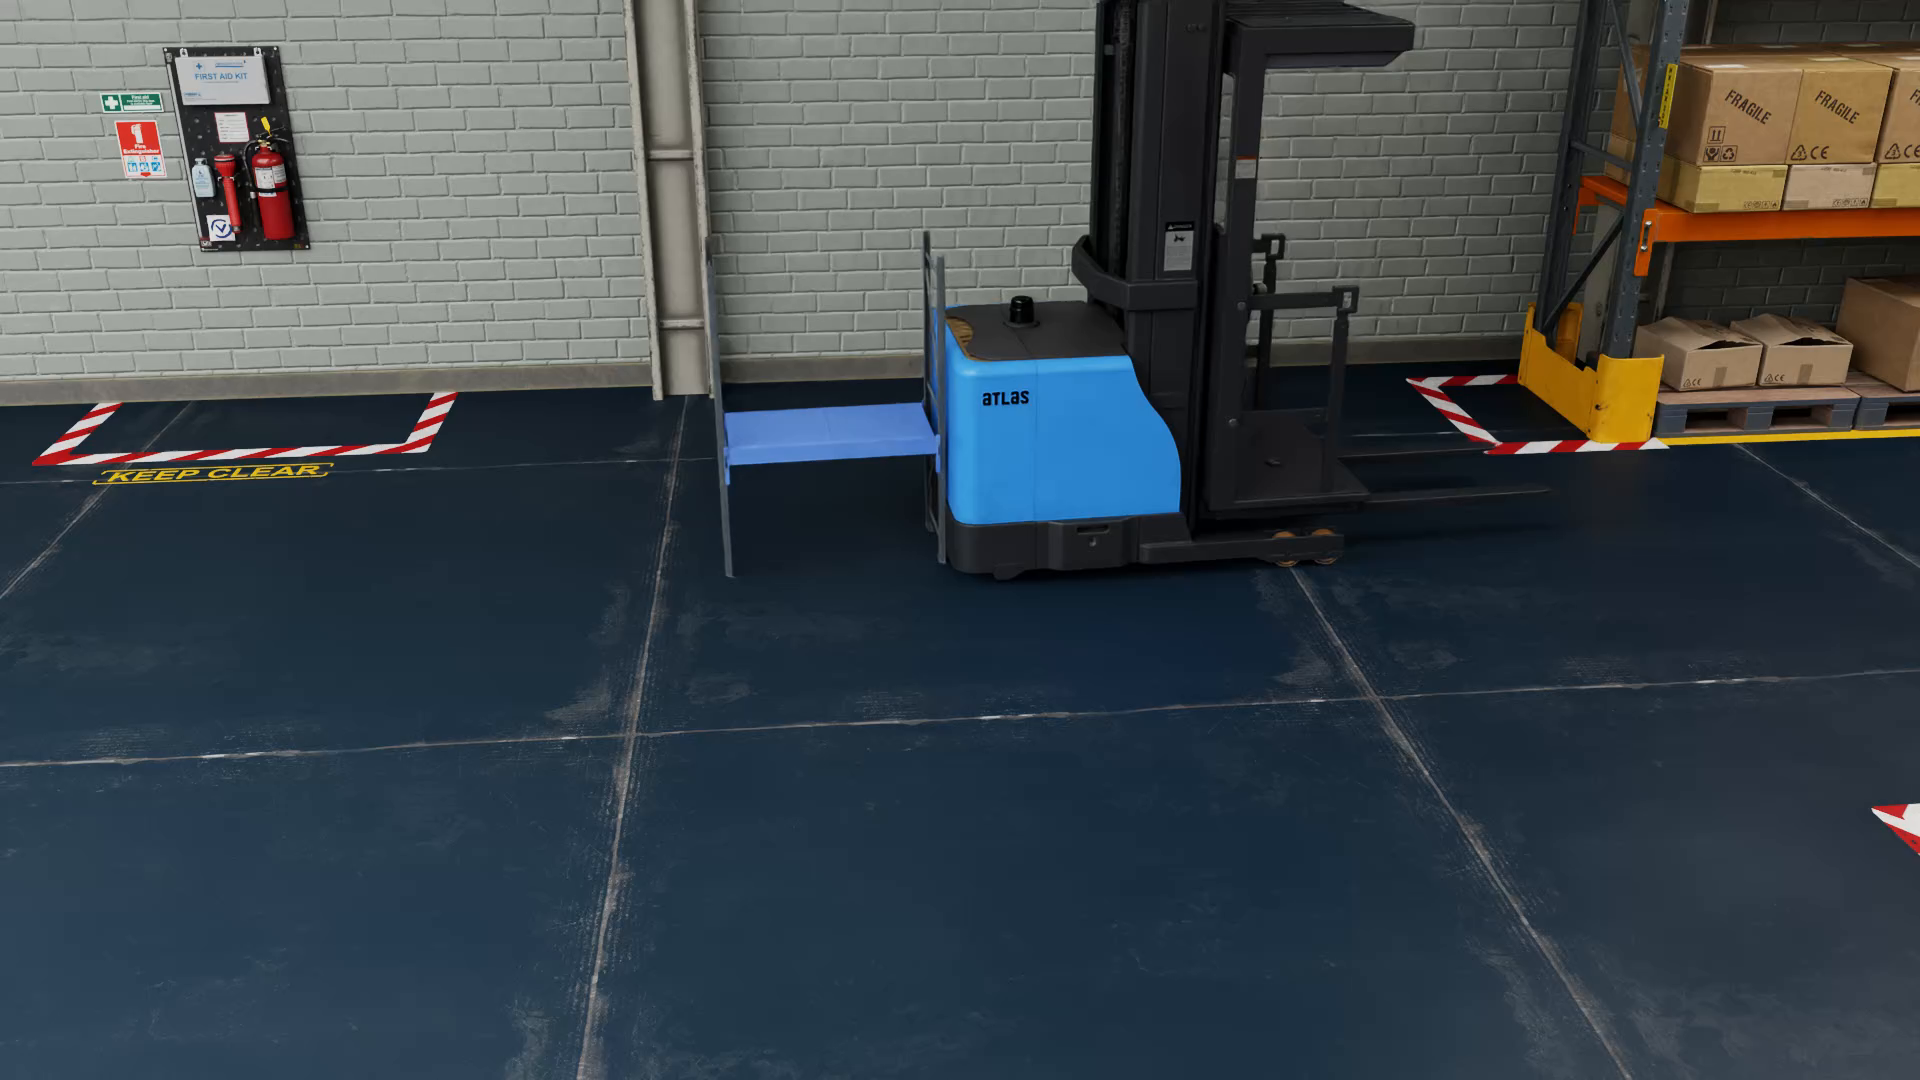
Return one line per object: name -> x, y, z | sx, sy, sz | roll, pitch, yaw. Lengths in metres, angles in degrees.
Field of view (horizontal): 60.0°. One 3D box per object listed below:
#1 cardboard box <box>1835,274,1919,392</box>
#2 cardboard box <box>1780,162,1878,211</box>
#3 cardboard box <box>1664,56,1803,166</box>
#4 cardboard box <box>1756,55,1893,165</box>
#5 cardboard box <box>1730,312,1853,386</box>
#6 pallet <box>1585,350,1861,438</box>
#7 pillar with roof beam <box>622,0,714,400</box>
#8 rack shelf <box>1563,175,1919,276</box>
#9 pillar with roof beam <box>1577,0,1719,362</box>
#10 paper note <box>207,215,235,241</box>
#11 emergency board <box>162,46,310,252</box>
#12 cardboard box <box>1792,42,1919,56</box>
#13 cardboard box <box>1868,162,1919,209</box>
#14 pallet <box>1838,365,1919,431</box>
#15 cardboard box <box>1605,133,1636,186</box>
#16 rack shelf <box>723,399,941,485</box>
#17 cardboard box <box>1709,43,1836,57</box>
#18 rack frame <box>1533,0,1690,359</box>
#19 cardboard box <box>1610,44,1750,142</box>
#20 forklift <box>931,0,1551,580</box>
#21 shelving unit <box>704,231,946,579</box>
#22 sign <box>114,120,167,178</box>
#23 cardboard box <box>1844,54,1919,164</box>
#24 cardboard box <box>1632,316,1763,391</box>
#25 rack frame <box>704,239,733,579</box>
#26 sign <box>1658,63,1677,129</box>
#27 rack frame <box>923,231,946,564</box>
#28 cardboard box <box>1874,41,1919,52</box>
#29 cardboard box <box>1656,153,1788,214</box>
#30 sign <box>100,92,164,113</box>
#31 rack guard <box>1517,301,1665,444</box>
cardboard box -> 5.665, -1.241, 9.885 | 0.500, 0.500, 0.700 | -4, 24, -8
cardboard box -> 4.698, -2.017, 9.255 | 0.500, 0.250, 0.500 | -3, 24, -7
cardboard box -> 4.170, -2.340, 9.058 | 0.500, 0.500, 0.500 | -2, 24, -5
cardboard box -> 4.663, -2.356, 9.093 | 0.500, 0.500, 0.500 | -2, 24, -5
cardboard box -> 4.930, -1.145, 9.903 | 0.500, 0.311, 0.500 | 0, 24, -1
pallet -> 4.553, -0.906, 10.028 | 1.213, 0.211, 1.003 | -2, 24, -5
pillar with roof beam -> -1.271, -3.298, 4.592 | 0.400, 9.000, 9.100 | -2, 24, -5
rack shelf -> 5.656, -1.910, 9.740 | 4.000, 0.370, 1.077 | -2, 24, -5
pillar with roof beam -> 4.700, -3.538, 5.130 | 0.400, 9.000, 9.100 | -2, 24, -5
paper note -> -4.340, -1.832, 9.763 | 0.142, 0.148, 0.016 | -2, 24, -5
emergency board -> -4.157, -2.214, 9.538 | 0.643, 1.169, 0.194 | -2, 24, -5
cardboard box -> 5.130, -2.586, 9.611 | 0.500, 0.500, 0.500 | -3, 24, -7
cardboard box -> 5.205, -2.035, 9.296 | 0.500, 0.250, 0.500 | -3, 24, -6
pallet -> 5.765, -0.953, 10.135 | 1.213, 0.211, 1.003 | -2, 24, -5
cardboard box -> 4.112, -2.197, 9.659 | 0.500, 0.250, 0.500 | -2, 24, -4
rack shelf -> -0.623, -0.472, 7.908 | 1.000, 0.185, 0.538 | -4, 24, -8
cardboard box -> 4.616, -2.563, 9.560 | 0.500, 0.500, 0.500 | -2, 24, -4
rack frame -> 3.666, -2.159, 9.414 | 0.127, 3.000, 1.000 | -2, 24, -5
cardboard box -> 4.114, -2.547, 9.524 | 0.500, 0.500, 0.500 | -3, 24, -6
forklift -> 1.392, -1.418, 7.832 | 3.031, 2.935, 1.130 | -4, 24, -8
shelving unit -> -0.623, -0.636, 7.835 | 1.048, 1.500, 0.538 | -4, 24, -8
sign -> -4.717, -2.250, 9.575 | 0.234, 0.329, 0.001 | -2, 24, -5
cardboard box -> 5.178, -2.374, 9.134 | 0.500, 0.500, 0.500 | -3, 24, -7
cardboard box -> 4.363, -1.123, 9.851 | 0.500, 0.311, 0.500 | -5, 24, -11
rack frame -> -1.125, -0.603, 7.761 | 0.032, 1.500, 0.500 | -4, 24, -8
sign -> 3.719, -2.335, 8.745 | 0.005, 0.325, 0.100 | -2, 24, -5
rack frame -> -0.121, -0.669, 7.909 | 0.032, 1.500, 0.500 | -4, 24, -8
cardboard box -> 5.631, -2.606, 9.656 | 0.500, 0.500, 0.500 | -2, 24, -4
cardboard box -> 4.182, -1.991, 9.196 | 0.500, 0.250, 0.500 | -3, 24, -7
sign -> -4.712, -2.488, 9.459 | 0.331, 0.109, 0.001 | -2, 24, -5
rack guard -> 3.741, -1.020, 9.929 | 0.348, 0.500, 1.175 | -2, 24, -5
